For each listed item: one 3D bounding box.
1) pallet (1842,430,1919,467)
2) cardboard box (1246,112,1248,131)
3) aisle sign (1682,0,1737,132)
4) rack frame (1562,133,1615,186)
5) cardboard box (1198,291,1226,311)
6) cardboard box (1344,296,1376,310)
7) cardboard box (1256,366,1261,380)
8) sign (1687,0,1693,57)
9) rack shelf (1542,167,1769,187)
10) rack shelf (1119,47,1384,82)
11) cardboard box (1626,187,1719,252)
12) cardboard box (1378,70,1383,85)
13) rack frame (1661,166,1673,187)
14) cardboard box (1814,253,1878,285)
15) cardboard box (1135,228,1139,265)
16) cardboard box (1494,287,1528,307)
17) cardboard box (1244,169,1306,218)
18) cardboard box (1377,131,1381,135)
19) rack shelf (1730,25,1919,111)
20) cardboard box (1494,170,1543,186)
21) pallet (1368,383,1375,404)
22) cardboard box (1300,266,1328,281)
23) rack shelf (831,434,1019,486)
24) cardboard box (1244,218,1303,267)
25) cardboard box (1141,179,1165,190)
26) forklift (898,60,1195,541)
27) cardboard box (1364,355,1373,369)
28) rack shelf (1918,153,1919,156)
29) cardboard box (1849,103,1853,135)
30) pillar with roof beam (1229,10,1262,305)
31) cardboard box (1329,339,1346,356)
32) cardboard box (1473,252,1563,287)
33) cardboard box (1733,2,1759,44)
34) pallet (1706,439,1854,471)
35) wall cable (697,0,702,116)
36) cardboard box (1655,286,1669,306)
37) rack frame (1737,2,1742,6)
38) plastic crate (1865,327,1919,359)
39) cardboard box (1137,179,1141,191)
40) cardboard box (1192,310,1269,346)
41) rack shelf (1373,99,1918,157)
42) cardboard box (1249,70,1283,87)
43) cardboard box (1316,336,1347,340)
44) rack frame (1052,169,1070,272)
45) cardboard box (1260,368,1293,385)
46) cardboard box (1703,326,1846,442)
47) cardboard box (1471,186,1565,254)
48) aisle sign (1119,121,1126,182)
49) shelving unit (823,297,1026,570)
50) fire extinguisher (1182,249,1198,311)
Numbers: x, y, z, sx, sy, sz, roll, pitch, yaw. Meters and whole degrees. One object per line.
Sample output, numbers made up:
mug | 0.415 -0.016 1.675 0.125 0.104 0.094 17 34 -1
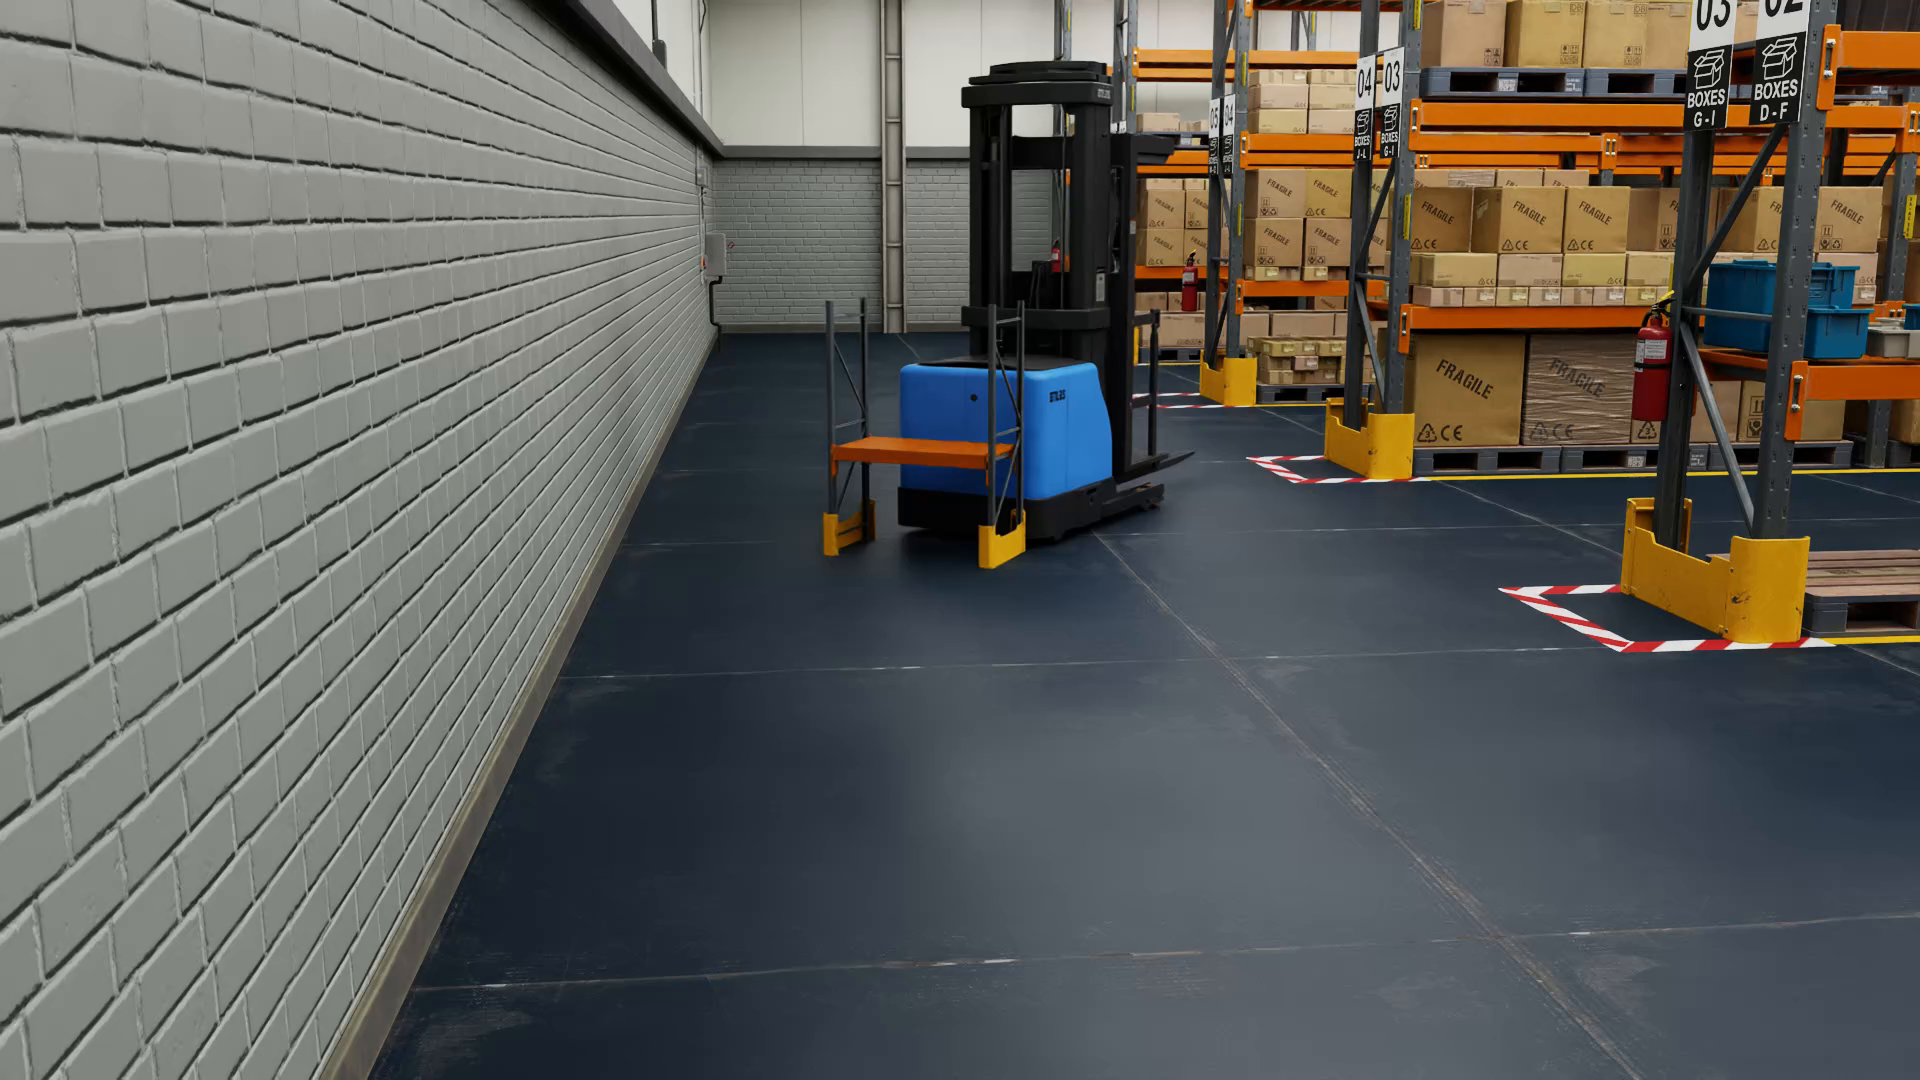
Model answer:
pallet | 8.006 -0.793 13.855 1.213 0.211 1.003 -1 11 -6
cardboard box | 3.259 -4.459 17.887 0.500 0.250 0.500 -1 11 -7
aisle sign | 3.703 -2.428 8.203 0.004 0.787 0.394 -1 11 -6
rack frame | 6.812 -3.084 18.280 0.127 3.000 1.000 -1 11 -6
cardboard box | 4.165 -3.906 27.851 0.500 0.500 0.700 -2 11 -8
cardboard box | 6.671 -3.943 28.038 0.500 0.500 0.500 -1 11 -7
cardboard box | 3.336 -1.859 18.349 0.250 0.149 0.380 -1 11 -5
sign | 3.730 -2.623 8.431 0.005 0.325 0.100 -1 11 -6
rack shelf | 11.602 -6.227 28.355 4.000 0.370 1.077 -1 11 -6
rack shelf | 4.189 -6.384 22.415 4.000 0.370 1.077 -1 11 -6
cardboard box | 5.737 -2.590 13.438 0.500 0.500 0.500 -2 11 -8
cardboard box | 4.474 -4.814 17.364 0.250 0.149 0.380 -1 11 -4
rack frame | 10.154 -4.115 23.521 0.127 3.000 1.000 -1 11 -6
cardboard box | 6.837 -2.144 13.114 0.500 0.250 0.500 -1 11 -7
cardboard box | 2.652 -4.058 22.973 0.500 0.500 0.500 -1 11 -6
cardboard box | 4.169 -1.879 12.803 0.250 0.149 0.380 -1 11 -7
cardboard box | 3.311 -3.645 17.510 0.500 0.500 0.500 -1 11 -6
cardboard box | 4.344 -4.383 17.498 0.500 0.250 0.500 -2 11 -8
rack shelf | 5.794 -2.258 8.167 4.000 0.370 1.077 -1 11 -6
cardboard box | 5.861 -3.696 17.771 0.500 0.500 0.500 -2 11 -8
pallet | 4.933 -1.669 18.311 1.213 0.211 1.003 -1 11 -6
cardboard box | 3.715 -2.830 17.638 0.250 0.149 0.380 -2 11 -8
rack shelf | -0.201 -0.480 9.855 1.000 0.185 0.538 5 12 22
cardboard box | 3.312 -3.152 17.596 0.500 0.500 0.500 -1 11 -3
cardboard box | 2.583 -4.760 22.273 0.250 0.149 0.380 -1 11 -5
forklift | 0.763 -1.670 11.264 1.130 2.935 3.031 6 13 28
cardboard box | 4.417 -1.941 17.995 0.250 0.149 0.380 -2 11 -9
rack shelf | 12.777 -4.328 18.695 4.000 0.370 1.077 -1 11 -6
cardboard box | 9.255 -4.605 17.981 0.500 0.500 0.500 -1 11 -6
pillar with roof beam | 5.313 -7.259 23.966 0.400 9.000 9.100 -1 11 -6
cardboard box | 4.156 -2.076 17.912 0.250 0.149 0.380 -2 11 -9
cardboard box | 4.293 -2.090 12.841 0.500 0.250 0.500 -1 11 -7
cardboard box | 5.941 -3.869 12.887 0.500 0.500 0.700 -1 11 -3
pallet | 6.483 -0.762 13.695 1.213 0.211 1.003 -1 11 -6
wall cable | -3.502 -6.863 21.951 0.029 3.000 2.355 -1 11 -6
cardboard box | 5.449 -1.906 12.940 0.250 0.149 0.380 -1 11 -5
rack frame | 3.806 -4.041 7.596 0.127 3.000 1.000 -1 11 -6
plastic crate | 4.415 -0.930 7.853 0.298 0.136 0.250 -1 11 -6
cardboard box | 2.536 -4.852 22.738 0.250 0.149 0.380 -1 11 -5
cardboard box | 3.755 -2.950 23.153 0.875 0.438 0.875 -1 11 -5
rack shelf | 5.259 -3.208 12.999 4.000 0.370 1.077 -1 11 -6
cardboard box | 3.182 -4.803 17.306 0.250 0.149 0.380 -1 11 -7
cardboard box | 4.099 -2.177 18.424 0.250 0.149 0.380 -2 11 -8
rack frame | 1.661 -4.900 27.515 0.127 3.000 1.000 -1 11 -6
cardboard box | 3.391 -1.757 17.833 0.250 0.149 0.380 -1 11 -5
cardboard box | 6.583 -1.296 13.603 0.875 0.875 0.875 -1 11 -6
cardboard box | 4.274 -2.456 12.761 0.500 0.500 0.500 -1 11 -7
aisle sign | 2.160 -5.166 22.132 0.004 0.787 0.394 -1 11 -6
shelving unit | -0.210 -0.657 9.824 1.083 1.500 0.587 5 12 22
fire extinguisher | 2.535 -2.863 18.323 0.183 0.674 0.296 -1 11 -6
